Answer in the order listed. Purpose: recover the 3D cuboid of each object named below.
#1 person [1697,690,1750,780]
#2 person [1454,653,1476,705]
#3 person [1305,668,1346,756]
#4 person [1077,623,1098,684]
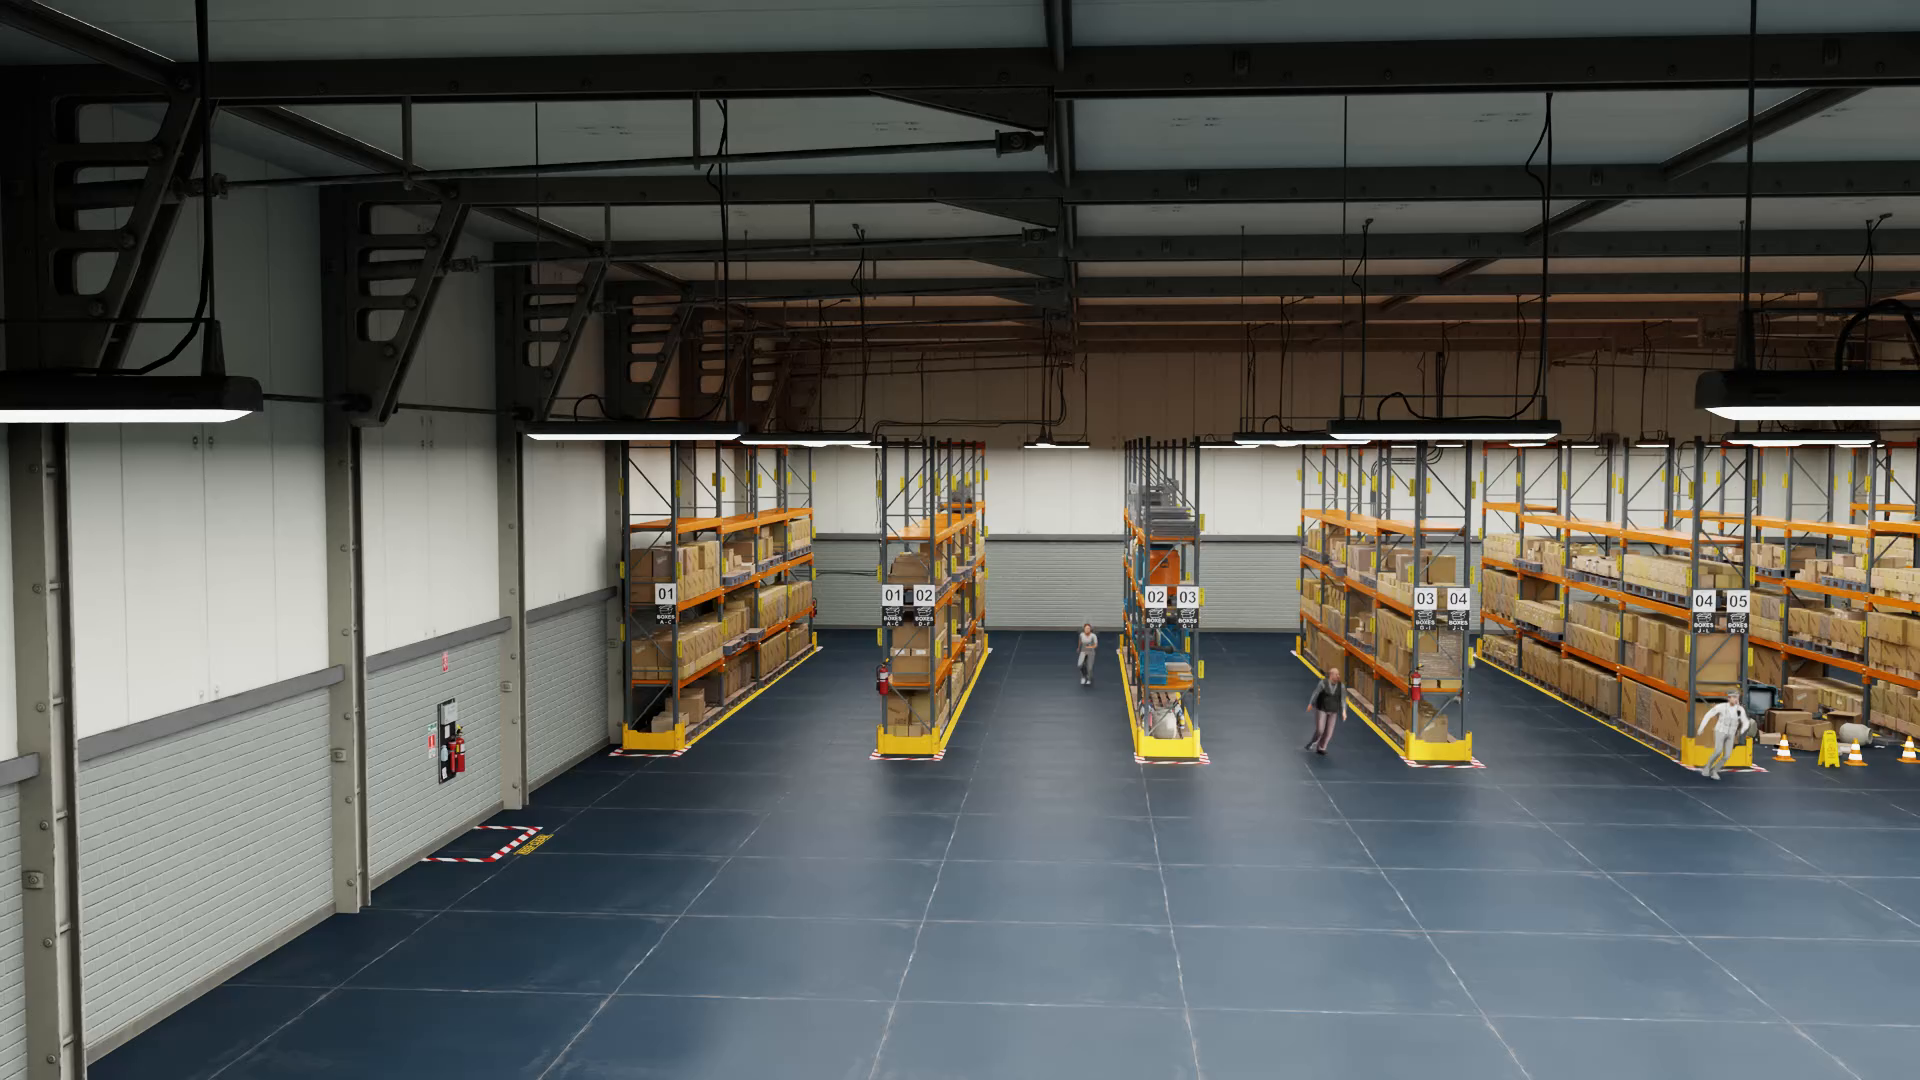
[{"bbox_3d":[13.353,3.400,28.962,0.789,1.607,0.577,0,3,-2],"label":"person"},{"bbox_3d":[11.323,2.998,37.501,0.529,1.395,1.035,1,3,10],"label":"person"},{"bbox_3d":[6.875,3.219,31.221,0.697,1.679,0.567,-1,3,-10],"label":"person"},{"bbox_3d":[3.099,2.773,40.475,0.572,1.538,0.913,1,3,14],"label":"person"}]
